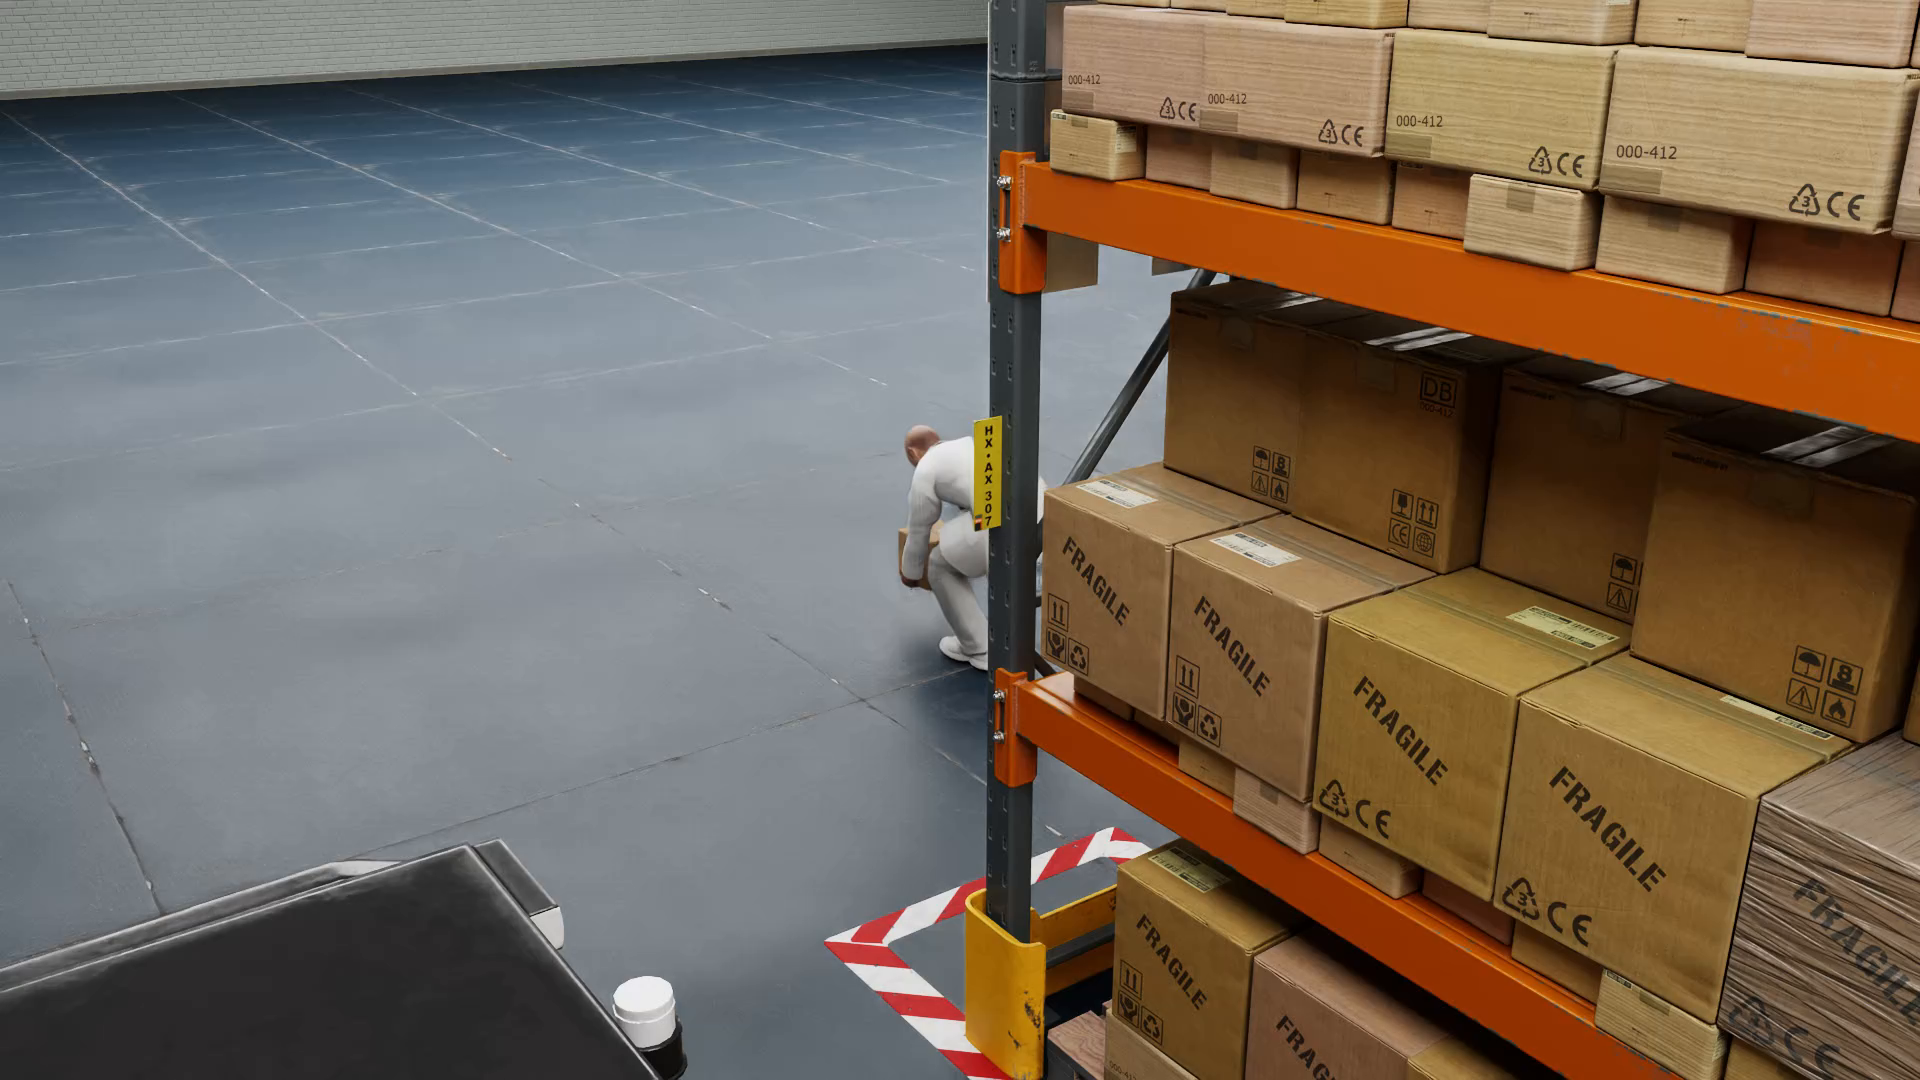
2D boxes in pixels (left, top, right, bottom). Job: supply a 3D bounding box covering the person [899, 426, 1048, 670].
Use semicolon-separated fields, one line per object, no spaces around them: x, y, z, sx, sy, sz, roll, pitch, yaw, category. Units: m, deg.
0.060;0.035;8.067;0.590;1.019;0.942;-16;26;-35;person
